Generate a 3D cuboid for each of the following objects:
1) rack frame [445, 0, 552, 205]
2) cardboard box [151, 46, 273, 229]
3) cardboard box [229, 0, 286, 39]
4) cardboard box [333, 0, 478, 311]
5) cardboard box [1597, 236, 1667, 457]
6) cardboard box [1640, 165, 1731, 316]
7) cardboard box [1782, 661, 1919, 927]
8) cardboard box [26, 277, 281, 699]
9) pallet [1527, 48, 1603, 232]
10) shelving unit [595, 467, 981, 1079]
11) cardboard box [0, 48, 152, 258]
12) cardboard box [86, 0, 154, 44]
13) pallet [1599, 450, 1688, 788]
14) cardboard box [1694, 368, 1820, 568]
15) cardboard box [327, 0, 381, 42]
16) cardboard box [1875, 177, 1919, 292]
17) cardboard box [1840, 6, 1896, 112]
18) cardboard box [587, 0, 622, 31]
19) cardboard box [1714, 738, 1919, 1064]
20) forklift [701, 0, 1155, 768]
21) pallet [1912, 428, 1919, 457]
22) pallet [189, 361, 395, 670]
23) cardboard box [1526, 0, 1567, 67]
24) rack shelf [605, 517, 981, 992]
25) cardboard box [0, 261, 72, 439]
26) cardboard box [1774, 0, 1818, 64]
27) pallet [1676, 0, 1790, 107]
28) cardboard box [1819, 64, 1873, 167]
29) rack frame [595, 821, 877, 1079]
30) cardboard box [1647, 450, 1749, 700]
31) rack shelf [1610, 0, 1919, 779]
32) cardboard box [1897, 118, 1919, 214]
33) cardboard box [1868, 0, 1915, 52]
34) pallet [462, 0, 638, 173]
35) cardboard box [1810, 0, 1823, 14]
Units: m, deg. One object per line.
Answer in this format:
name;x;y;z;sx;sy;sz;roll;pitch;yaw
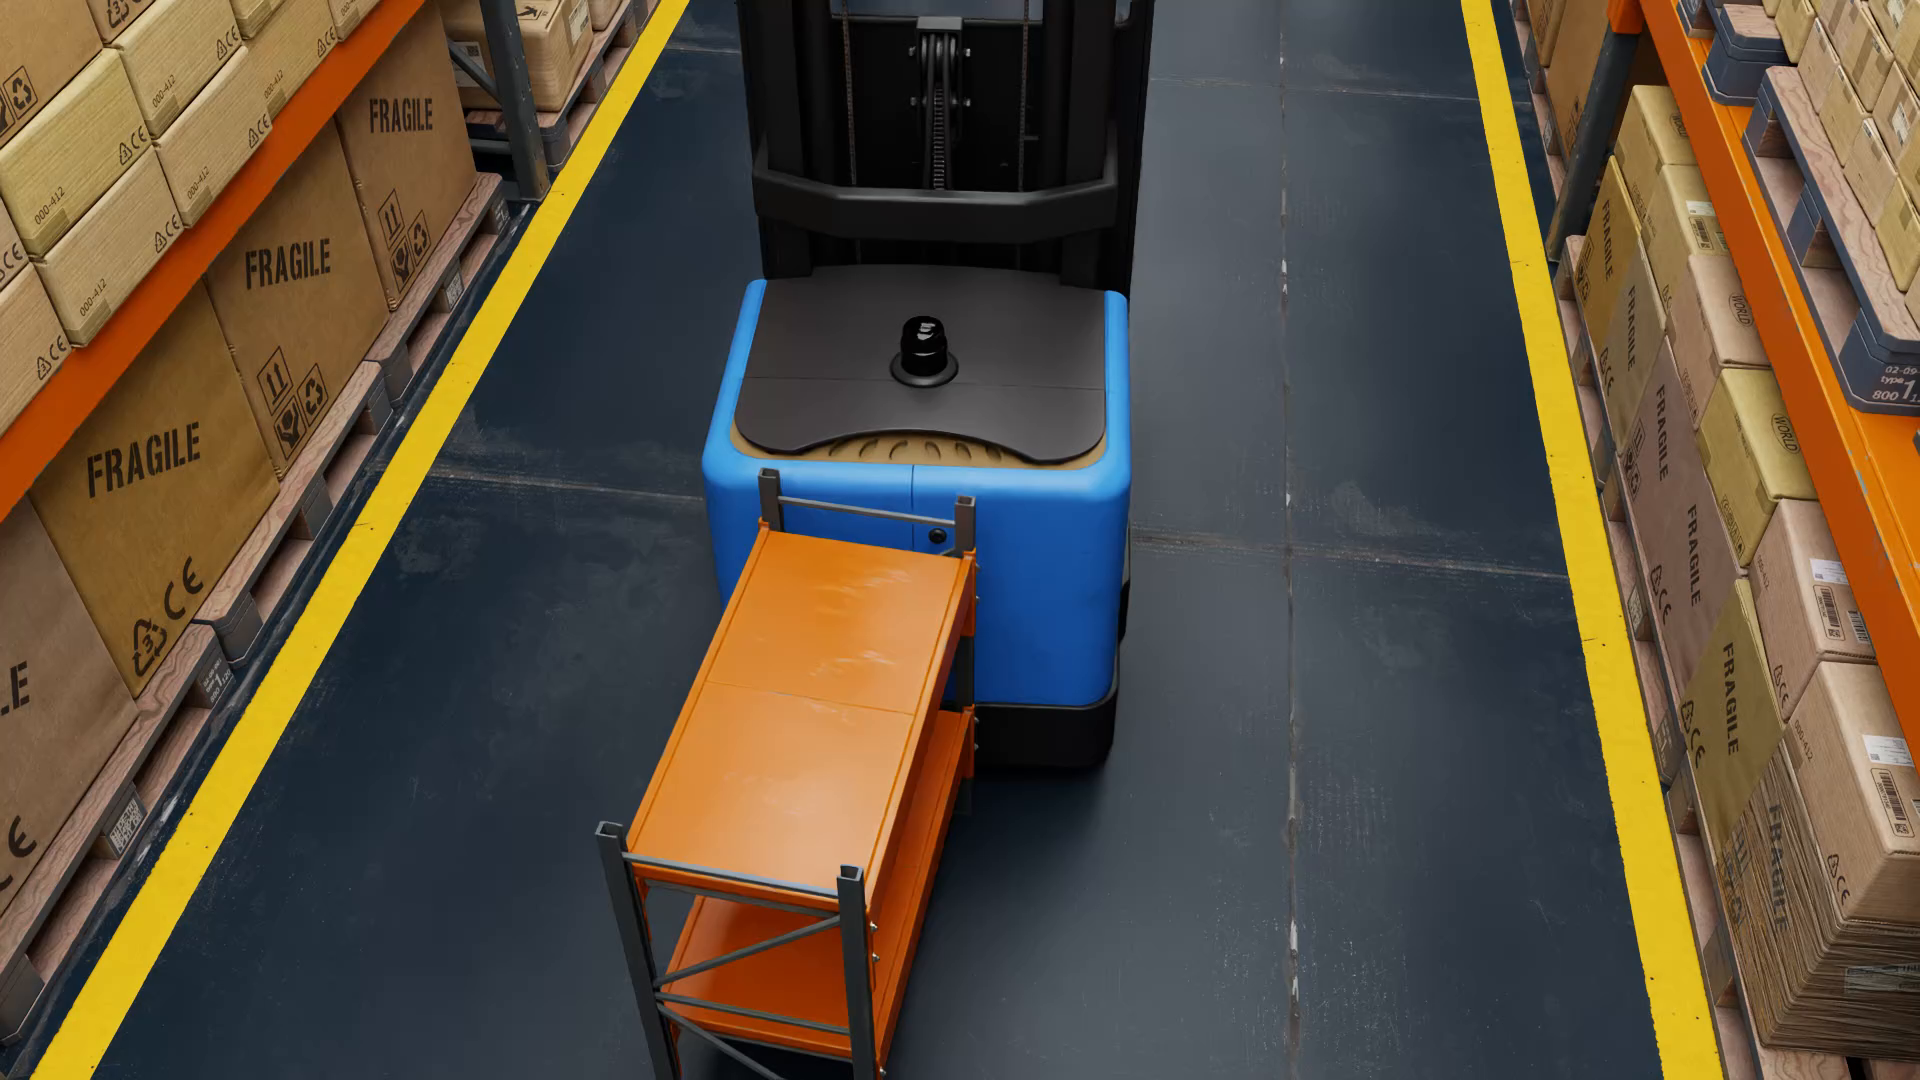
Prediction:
rack frame;-2.165;-2.523;5.733;1.000;3.000;0.127;5;44;6
cardboard box;-2.148;-1.059;4.296;0.500;0.250;0.500;5;44;5
cardboard box;-2.088;-1.597;4.500;0.500;0.250;0.500;4;44;4
cardboard box;-2.338;-1.441;5.830;0.875;0.875;0.875;5;44;5
cardboard box;2.346;-0.585;5.199;0.500;0.500;0.500;6;44;6
cardboard box;2.357;-0.866;4.950;0.500;0.250;0.500;5;44;5
cardboard box;2.074;0.536;3.469;0.500;0.250;0.500;4;44;4
cardboard box;-2.579;-0.224;4.545;0.875;0.875;0.875;6;44;7
pallet;2.934;-1.660;6.850;1.003;0.211;1.213;5;44;6
shelving unit;-0.316;0.630;3.766;0.538;1.125;1.048;8;44;9
cardboard box;-2.222;-0.898;3.762;0.500;0.250;0.500;6;44;6
cardboard box;-2.180;-1.514;3.867;0.500;0.500;0.500;5;44;5
pallet;2.487;0.232;4.852;1.003;0.211;1.213;5;44;6
cardboard box;2.211;-0.174;4.220;0.500;0.250;0.500;3;44;4
cardboard box;-2.026;-1.751;5.027;0.500;0.250;0.500;6;44;6
cardboard box;2.252;-0.654;3.637;0.380;0.149;0.250;7;44;7
cardboard box;2.324;-1.123;3.915;0.380;0.149;0.250;5;44;5
cardboard box;-1.990;-2.609;7.430;0.950;0.372;0.625;4;44;5
cardboard box;2.075;0.812;3.724;0.500;0.500;0.500;4;44;5
forklift;-0.024;-1.452;4.652;1.130;2.935;3.031;2;43;2
pallet;2.472;0.146;3.054;1.003;0.211;1.213;5;44;6
pallet;-2.507;-0.151;5.256;1.003;0.211;1.213;5;44;6
cardboard box;3.037;-2.481;7.019;1.050;0.750;0.750;6;44;6
rack shelf;-0.316;0.418;3.565;0.538;0.278;1.000;8;44;9
cardboard box;-2.307;-0.371;3.570;0.500;0.250;0.500;4;44;4
cardboard box;2.391;-1.366;4.388;0.380;0.149;0.250;7;44;7
pallet;2.767;-1.577;4.874;1.213;0.211;1.003;5;44;6
cardboard box;2.323;-1.013;4.016;0.380;0.149;0.250;6;44;6
rack frame;-0.421;0.972;3.405;0.500;1.125;0.032;8;44;9
cardboard box;2.215;0.113;4.462;0.500;0.500;0.500;4;44;5
rack shelf;2.491;-0.518;4.139;1.077;0.370;4.000;5;44;6
cardboard box;2.254;-0.773;3.546;0.380;0.149;0.250;5;44;6
cardboard box;2.330;-1.226;3.808;0.380;0.149;0.250;6;44;7
pallet;-2.060;-2.043;7.254;1.003;0.211;1.213;5;44;6
cardboard box;2.394;-1.461;4.272;0.380;0.149;0.250;5;44;6
